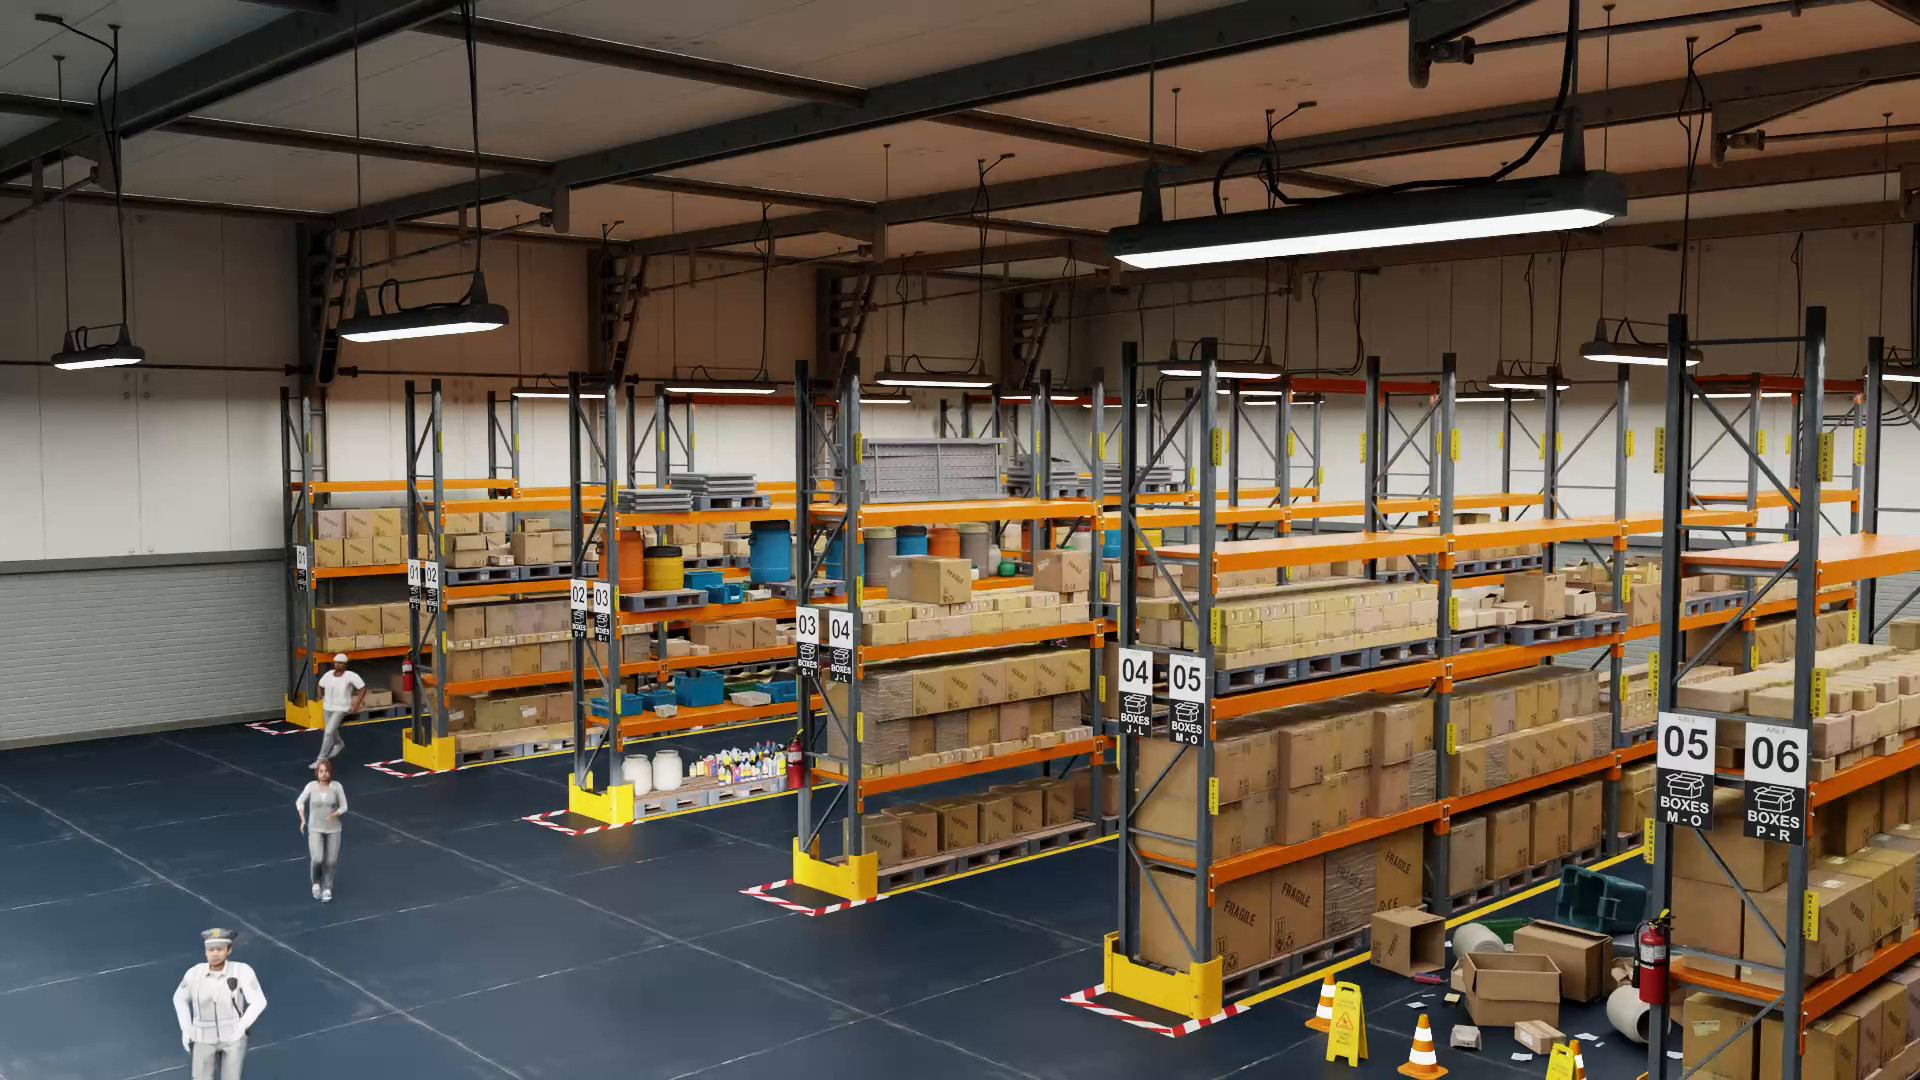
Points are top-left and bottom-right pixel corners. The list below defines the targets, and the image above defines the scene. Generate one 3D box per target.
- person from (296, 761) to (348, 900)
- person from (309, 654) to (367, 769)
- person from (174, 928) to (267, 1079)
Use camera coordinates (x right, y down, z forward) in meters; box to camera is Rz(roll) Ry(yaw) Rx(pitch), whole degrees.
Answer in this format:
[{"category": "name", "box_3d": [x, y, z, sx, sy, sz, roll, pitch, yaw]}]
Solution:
[{"category": "person", "box_3d": [-6.982, 3.204, 18.233, 0.515, 1.562, 0.596, -2, 4, -24]}, {"category": "person", "box_3d": [-9.700, 2.628, 25.862, 0.761, 1.736, 0.971, 1, 4, 15]}, {"category": "person", "box_3d": [-5.267, 3.572, 11.832, 0.623, 1.661, 0.560, -1, 4, -19]}]
